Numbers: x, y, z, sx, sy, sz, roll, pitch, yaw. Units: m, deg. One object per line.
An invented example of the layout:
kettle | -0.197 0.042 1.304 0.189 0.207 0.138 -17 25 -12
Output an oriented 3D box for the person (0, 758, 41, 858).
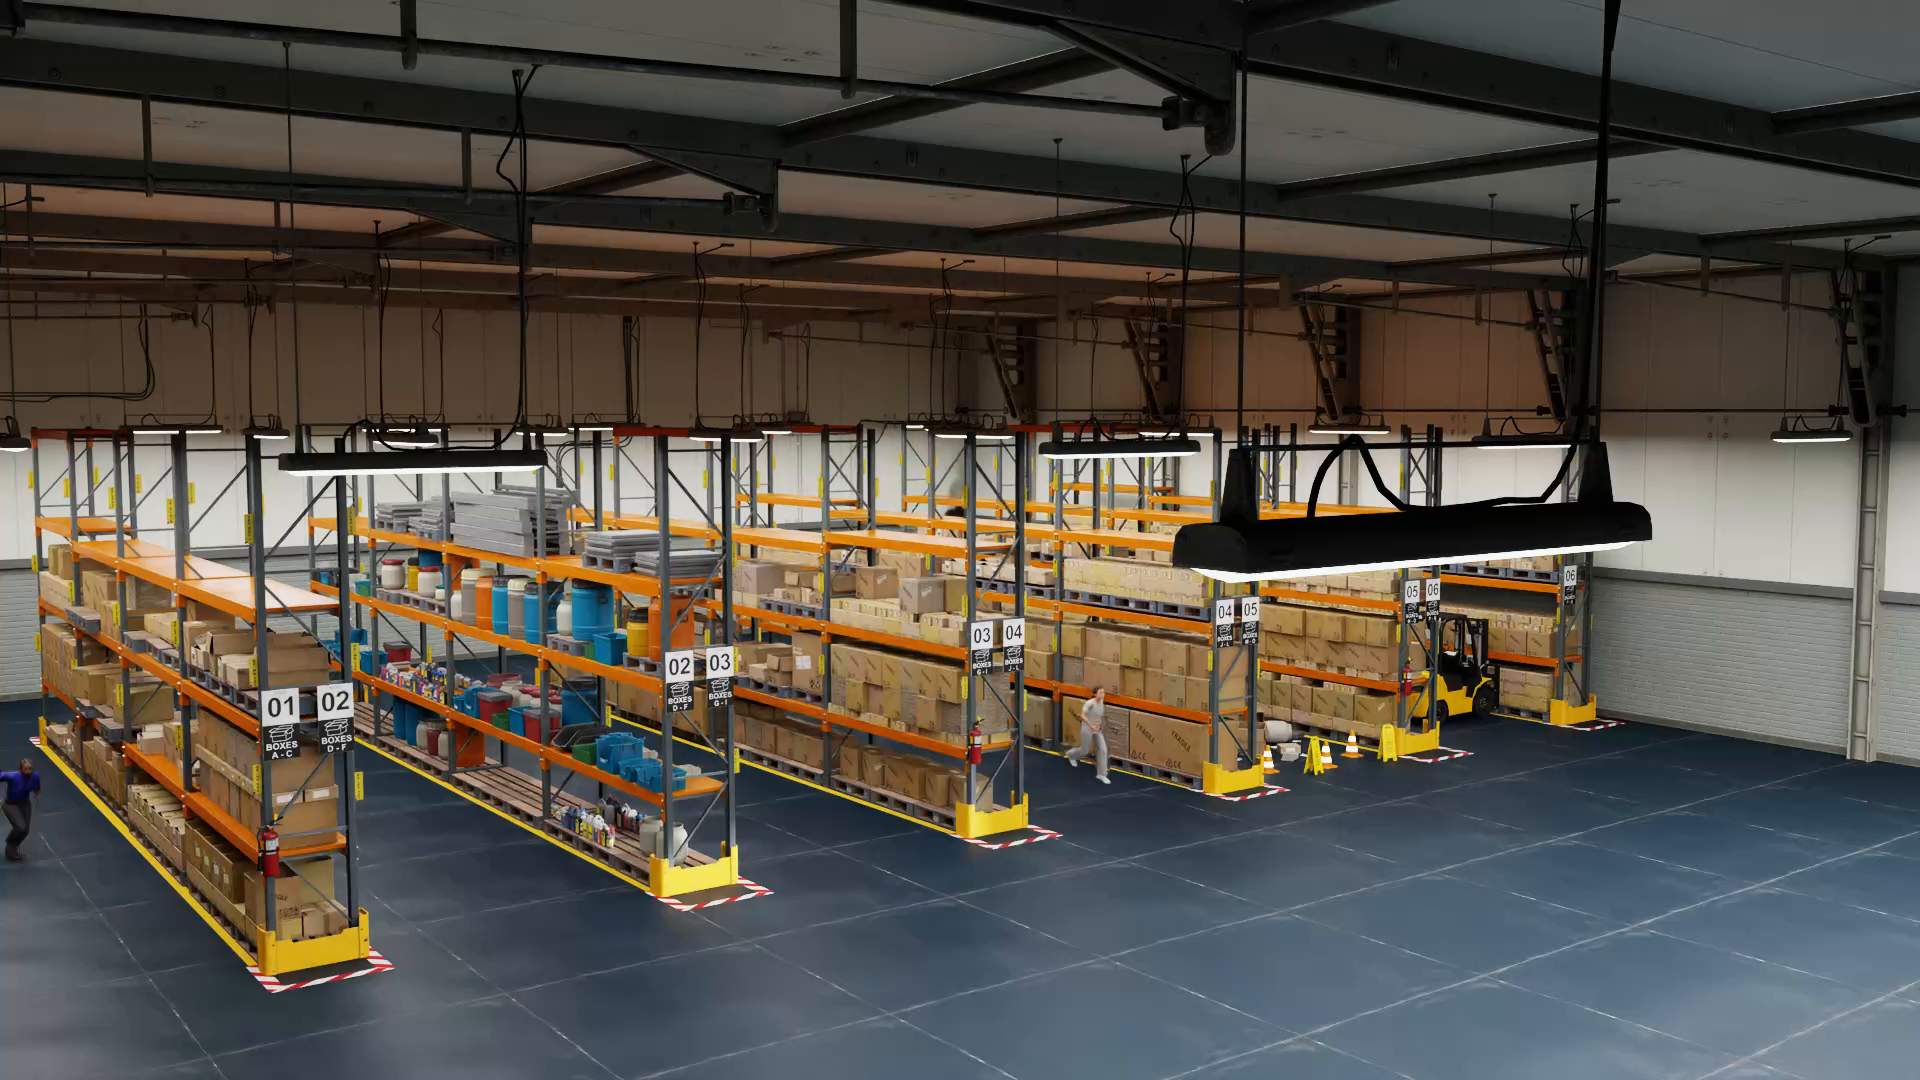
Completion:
person | -13.201 3.765 23.253 0.851 1.486 0.601 3 5 34

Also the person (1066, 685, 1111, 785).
person | 2.216 3.289 28.474 0.553 1.658 1.059 -4 6 -39

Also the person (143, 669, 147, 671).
person | -16.187 2.940 33.136 0.686 1.628 0.731 0 4 0

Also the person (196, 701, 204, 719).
person | -14.403 3.033 31.438 0.595 1.667 0.547 -4 6 -45
